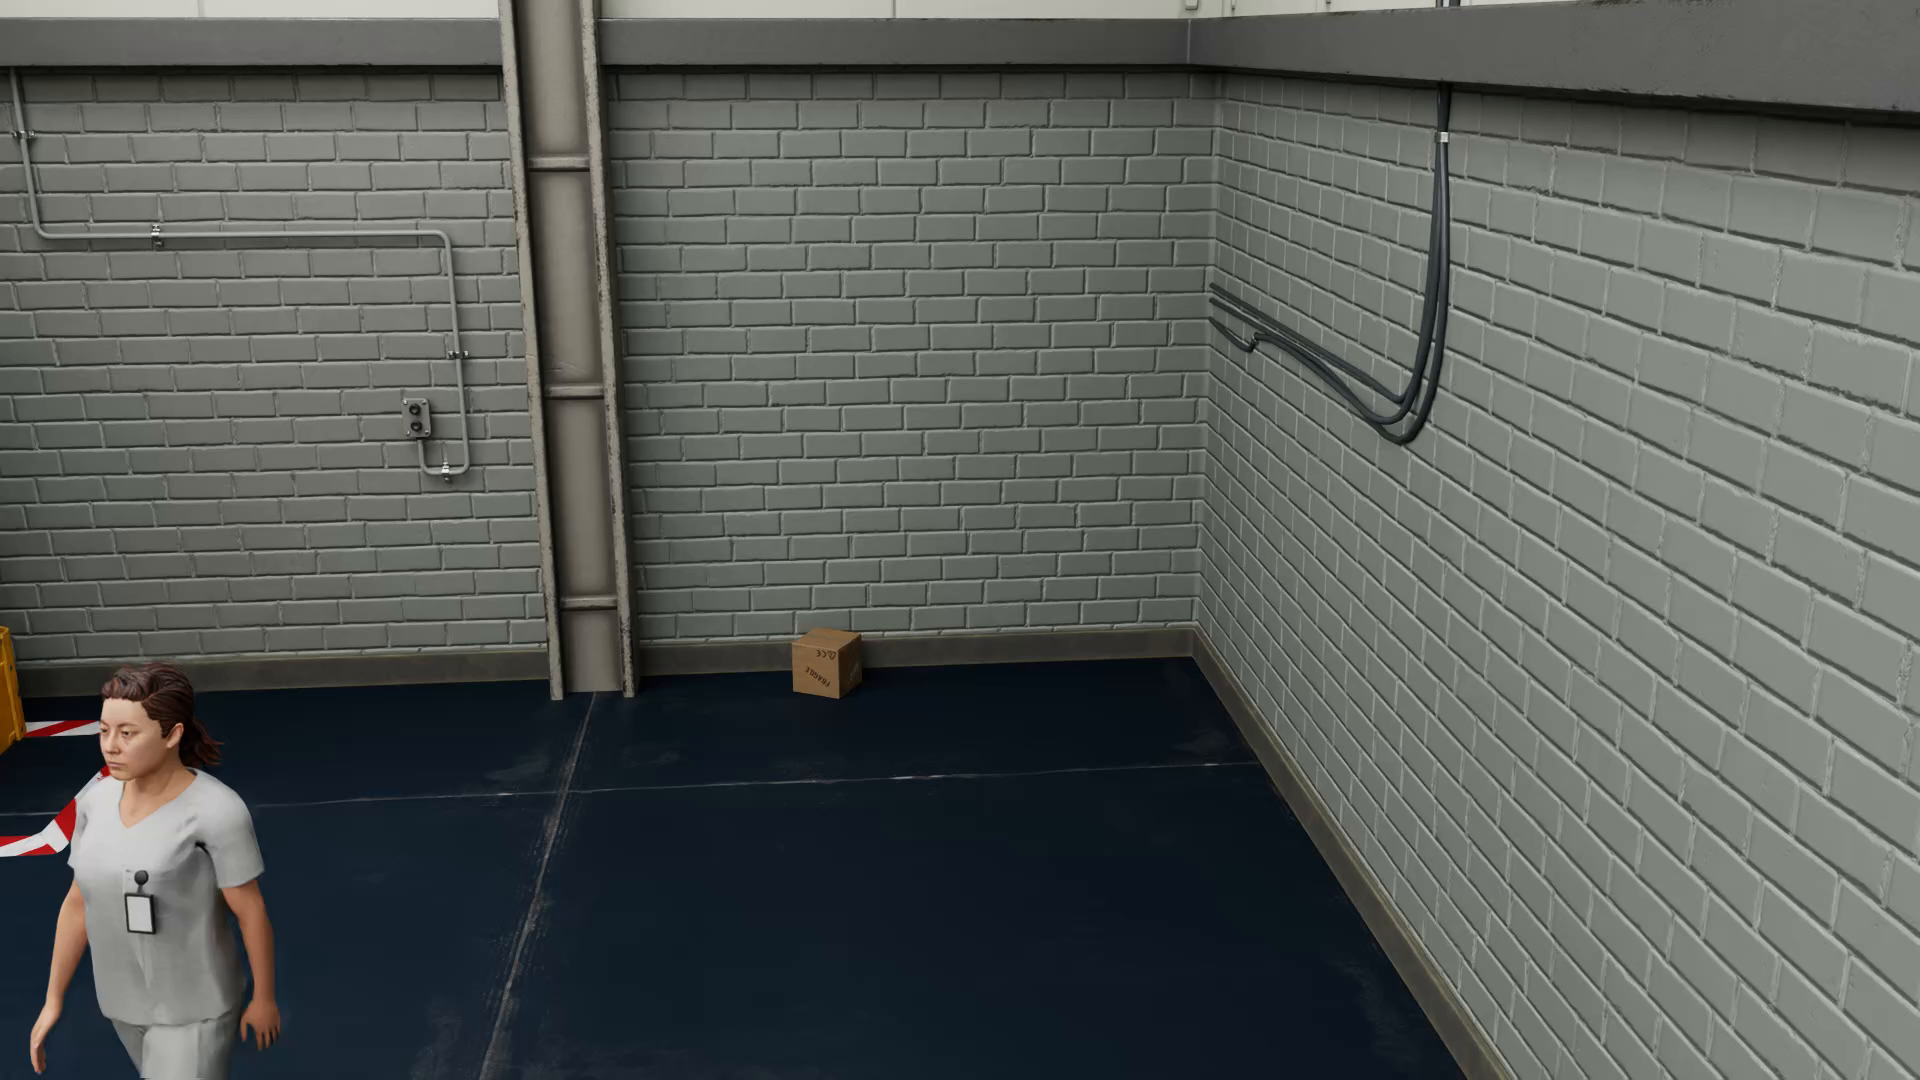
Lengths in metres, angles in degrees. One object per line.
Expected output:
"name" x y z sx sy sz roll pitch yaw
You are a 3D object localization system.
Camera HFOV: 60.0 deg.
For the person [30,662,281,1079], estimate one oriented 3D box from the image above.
"person" -1.889 1.120 3.811 0.460 1.657 0.811 6 18 19
